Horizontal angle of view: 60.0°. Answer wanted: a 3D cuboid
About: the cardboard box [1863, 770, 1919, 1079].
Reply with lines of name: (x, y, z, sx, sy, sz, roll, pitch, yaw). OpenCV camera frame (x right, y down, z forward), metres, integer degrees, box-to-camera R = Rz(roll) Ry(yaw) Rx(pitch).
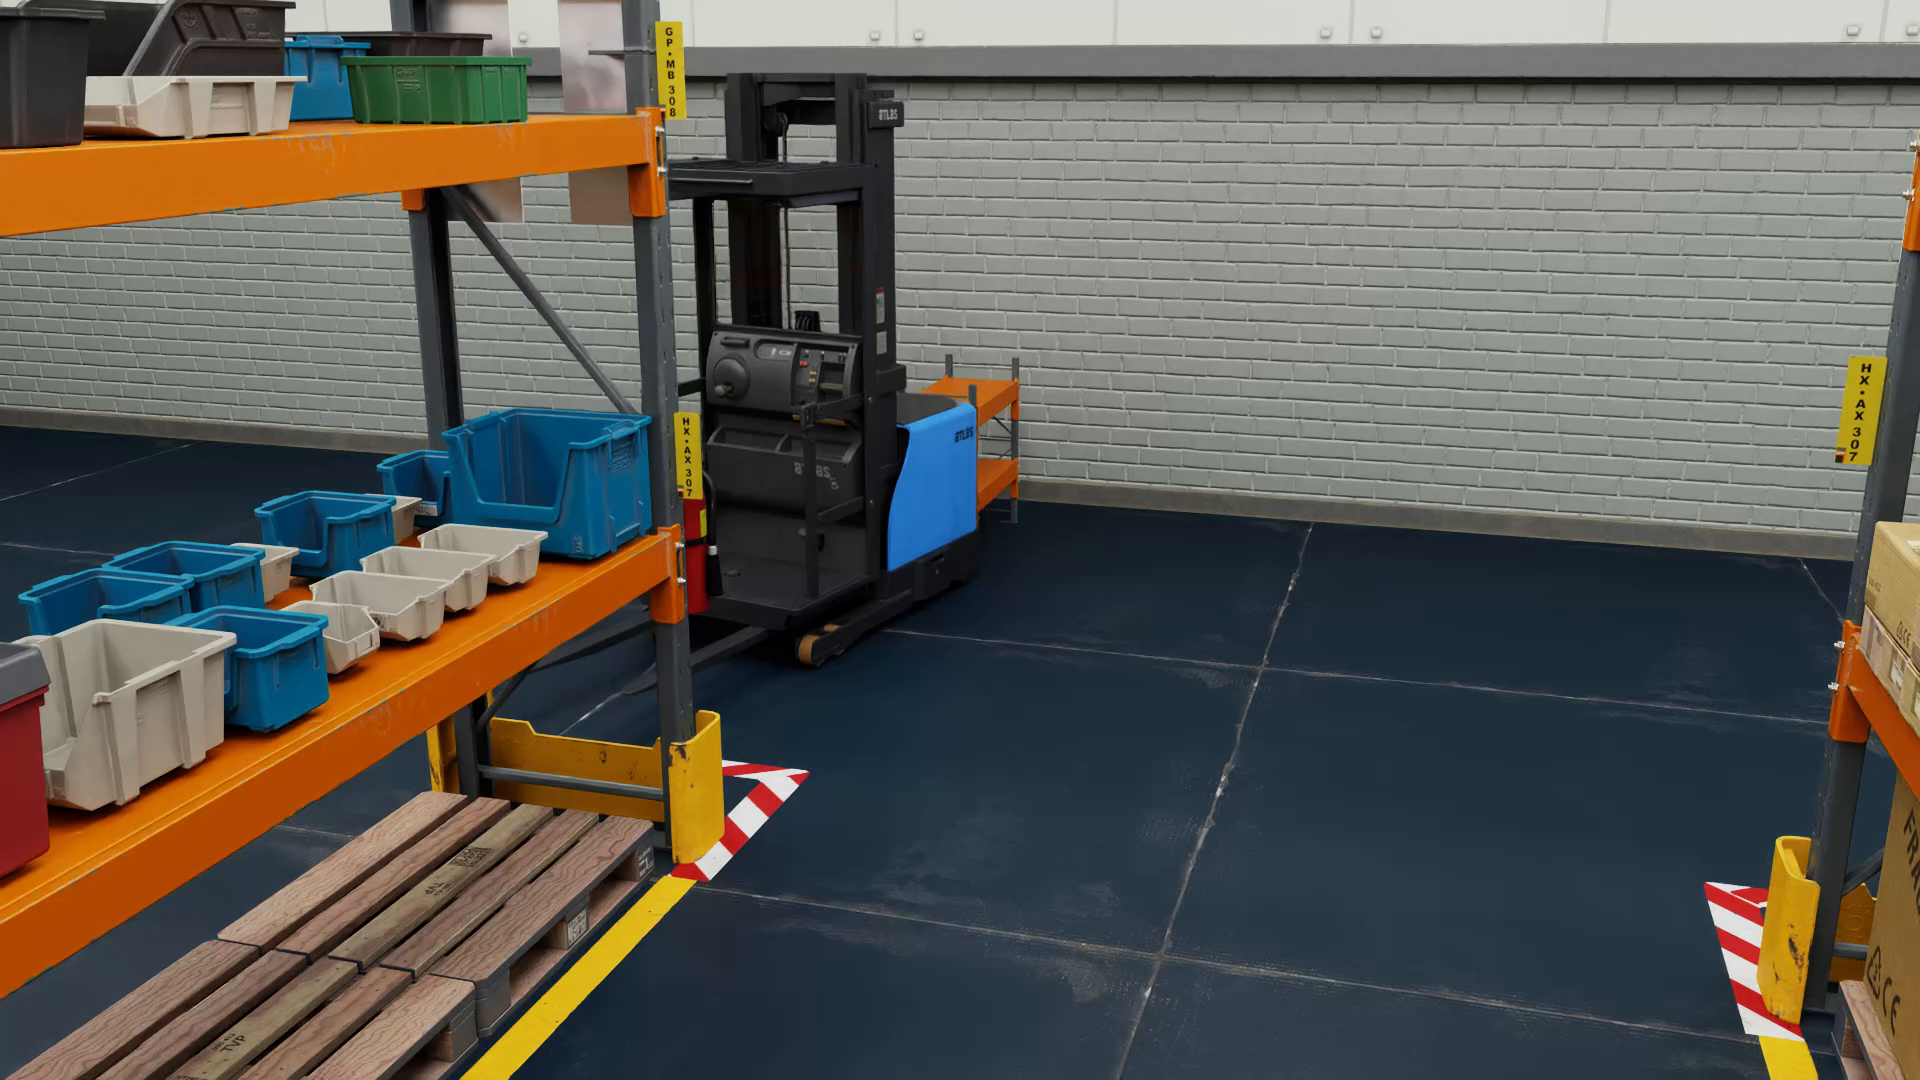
cardboard box: (3.111, 1.108, 4.551, 0.875, 0.875, 0.875, 5, 16, 16)

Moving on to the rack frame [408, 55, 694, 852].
rack frame: (-1.532, -0.270, 6.285, 1.000, 3.000, 0.127, 5, 16, 16)

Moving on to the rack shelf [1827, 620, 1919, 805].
rack shelf: (2.648, 0.983, 3.184, 1.077, 0.370, 4.000, 5, 16, 16)

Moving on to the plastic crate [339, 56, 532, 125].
plastic crate: (-1.539, -1.331, 4.917, 0.450, 0.188, 0.336, 5, 16, 16)

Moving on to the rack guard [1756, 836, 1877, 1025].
rack guard: (3.223, 1.310, 5.294, 1.175, 0.500, 0.348, 5, 16, 16)

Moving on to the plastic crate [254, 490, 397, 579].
plastic crate: (-2.105, -0.007, 5.555, 0.416, 0.233, 0.300, 5, 16, 16)

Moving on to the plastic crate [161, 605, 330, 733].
plastic crate: (-1.870, 0.339, 4.335, 0.416, 0.233, 0.300, 5, 16, 16)

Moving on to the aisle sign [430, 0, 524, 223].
aisle sign: (-1.797, -1.563, 6.078, 0.394, 0.787, 0.004, 5, 16, 16)

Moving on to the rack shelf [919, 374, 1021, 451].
rack shelf: (0.002, -0.825, 10.602, 0.538, 0.278, 1.000, 5, 16, 16)

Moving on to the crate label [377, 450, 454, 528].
crate label: (-1.918, -0.179, 6.162, 0.416, 0.233, 0.303, 5, 16, 16)

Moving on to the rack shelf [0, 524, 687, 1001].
rack shelf: (-2.101, 0.599, 4.538, 1.077, 0.370, 4.000, 5, 16, 16)

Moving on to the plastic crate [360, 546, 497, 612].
plastic crate: (-1.687, 0.130, 5.248, 0.396, 0.136, 0.243, 5, 16, 16)

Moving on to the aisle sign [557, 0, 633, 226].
aisle sign: (-1.231, -1.517, 5.917, 0.394, 0.787, 0.004, 5, 16, 16)

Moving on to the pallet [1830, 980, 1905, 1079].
pallet: (3.064, 1.671, 4.552, 1.003, 0.211, 1.213, 5, 16, 16)

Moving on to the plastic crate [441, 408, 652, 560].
plastic crate: (-1.449, -0.214, 5.912, 0.616, 0.435, 0.499, 5, 16, 16)

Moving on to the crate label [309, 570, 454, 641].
crate label: (-1.743, 0.205, 4.984, 0.396, 0.136, 0.243, 5, 16, 16)

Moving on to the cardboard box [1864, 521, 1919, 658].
cardboard box: (2.821, 0.148, 4.542, 0.500, 0.250, 0.500, 4, 16, 14)

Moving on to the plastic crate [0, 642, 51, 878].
plastic crate: (-2.175, 0.503, 3.333, 0.402, 0.464, 0.583, 5, 16, 16)

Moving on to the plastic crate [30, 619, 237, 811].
plastic crate: (-2.059, 0.419, 3.961, 0.437, 0.282, 0.530, 5, 16, 16)

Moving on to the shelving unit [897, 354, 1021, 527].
shelving unit: (0.002, -0.543, 10.682, 0.538, 1.125, 1.048, 5, 16, 16)

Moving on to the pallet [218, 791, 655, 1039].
pallet: (-1.804, 1.284, 5.915, 1.003, 0.211, 1.213, 5, 16, 16)

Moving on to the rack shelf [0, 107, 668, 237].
rack shelf: (-2.101, -0.844, 4.129, 1.077, 0.370, 4.000, 5, 16, 16)

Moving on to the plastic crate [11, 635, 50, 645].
plastic crate: (-2.463, 0.395, 4.312, 0.293, 0.136, 0.466, 5, 16, 16)

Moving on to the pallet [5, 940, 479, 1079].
pallet: (-2.153, 1.602, 4.794, 1.003, 0.211, 1.213, 5, 16, 16)

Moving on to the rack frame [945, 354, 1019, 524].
rack frame: (0.146, -0.676, 11.151, 0.500, 1.125, 0.032, 5, 16, 16)

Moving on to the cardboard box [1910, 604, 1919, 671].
cardboard box: (2.680, 0.284, 4.060, 0.500, 0.250, 0.500, 4, 16, 15)

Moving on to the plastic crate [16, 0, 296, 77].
plastic crate: (-2.230, -1.305, 4.550, 0.504, 0.338, 0.767, 5, 16, 16)

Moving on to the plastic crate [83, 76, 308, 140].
plastic crate: (-1.882, -1.027, 3.938, 0.437, 0.136, 0.530, 5, 16, 16)

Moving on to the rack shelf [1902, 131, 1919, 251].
rack shelf: (2.648, -0.460, 2.775, 1.077, 0.370, 4.000, 5, 16, 16)

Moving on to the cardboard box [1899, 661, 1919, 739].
cardboard box: (2.655, 0.436, 4.255, 0.380, 0.149, 0.250, 4, 16, 15)

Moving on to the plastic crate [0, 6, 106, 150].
plastic crate: (-2.053, -0.908, 3.275, 0.497, 0.269, 0.590, 5, 16, 16)

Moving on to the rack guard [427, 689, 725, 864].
rack guard: (-1.538, 0.925, 6.652, 1.175, 0.500, 0.348, 5, 16, 16)

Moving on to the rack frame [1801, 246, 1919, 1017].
rack frame: (3.216, 0.114, 4.931, 1.000, 3.000, 0.127, 5, 16, 16)

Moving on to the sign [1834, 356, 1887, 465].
sign: (2.686, -0.385, 4.959, 0.100, 0.325, 0.005, 5, 16, 16)

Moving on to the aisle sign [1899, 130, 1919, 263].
aisle sign: (2.949, -1.179, 4.724, 0.394, 0.787, 0.004, 5, 16, 16)

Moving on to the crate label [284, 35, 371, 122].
crate label: (-2.105, -1.425, 5.133, 0.408, 0.251, 0.502, 5, 16, 16)

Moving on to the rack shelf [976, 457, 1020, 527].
rack shelf: (0.002, -0.308, 10.749, 0.538, 0.278, 1.000, 5, 16, 16)

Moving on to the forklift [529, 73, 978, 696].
forklift: (-1.051, -0.899, 8.628, 1.130, 2.935, 3.031, 9, 18, 28)

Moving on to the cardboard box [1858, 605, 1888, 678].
cardboard box: (2.799, 0.302, 4.728, 0.380, 0.149, 0.250, 5, 17, 17)

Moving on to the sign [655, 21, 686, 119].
sign: (-1.000, -1.624, 5.754, 0.100, 0.325, 0.005, 5, 16, 16)

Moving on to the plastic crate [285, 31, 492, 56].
plastic crate: (-1.909, -1.571, 5.615, 0.497, 0.269, 0.590, 5, 16, 16)

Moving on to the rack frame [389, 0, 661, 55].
rack frame: (-1.532, -3.156, 5.466, 1.000, 3.000, 0.127, 5, 16, 16)

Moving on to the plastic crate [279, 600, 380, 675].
plastic crate: (-1.809, 0.284, 4.706, 0.298, 0.136, 0.250, 5, 16, 16)

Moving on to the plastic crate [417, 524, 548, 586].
plastic crate: (-1.591, 0.055, 5.511, 0.396, 0.136, 0.243, 5, 16, 16)

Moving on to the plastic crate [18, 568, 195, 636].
plastic crate: (-2.378, 0.244, 4.671, 0.416, 0.233, 0.300, 5, 16, 16)

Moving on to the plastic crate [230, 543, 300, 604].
plastic crate: (-2.282, 0.122, 5.276, 0.250, 0.136, 0.298, 5, 16, 16)

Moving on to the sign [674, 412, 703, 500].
sign: (-1.000, -0.310, 6.127, 0.100, 0.325, 0.005, 5, 16, 16)

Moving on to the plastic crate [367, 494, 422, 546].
plastic crate: (-2.089, -0.056, 5.902, 0.250, 0.136, 0.298, 5, 16, 16)

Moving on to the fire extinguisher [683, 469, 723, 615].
fire extinguisher: (-1.054, -0.058, 6.361, 0.296, 0.674, 0.183, 5, 16, 16)

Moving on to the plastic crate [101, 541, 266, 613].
plastic crate: (-2.292, 0.165, 4.947, 0.416, 0.233, 0.300, 5, 16, 16)

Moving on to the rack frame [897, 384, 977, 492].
rack frame: (-0.143, -0.410, 10.213, 0.500, 1.125, 0.032, 5, 16, 16)

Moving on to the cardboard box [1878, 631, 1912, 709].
cardboard box: (2.727, 0.369, 4.491, 0.380, 0.149, 0.250, 4, 16, 15)
